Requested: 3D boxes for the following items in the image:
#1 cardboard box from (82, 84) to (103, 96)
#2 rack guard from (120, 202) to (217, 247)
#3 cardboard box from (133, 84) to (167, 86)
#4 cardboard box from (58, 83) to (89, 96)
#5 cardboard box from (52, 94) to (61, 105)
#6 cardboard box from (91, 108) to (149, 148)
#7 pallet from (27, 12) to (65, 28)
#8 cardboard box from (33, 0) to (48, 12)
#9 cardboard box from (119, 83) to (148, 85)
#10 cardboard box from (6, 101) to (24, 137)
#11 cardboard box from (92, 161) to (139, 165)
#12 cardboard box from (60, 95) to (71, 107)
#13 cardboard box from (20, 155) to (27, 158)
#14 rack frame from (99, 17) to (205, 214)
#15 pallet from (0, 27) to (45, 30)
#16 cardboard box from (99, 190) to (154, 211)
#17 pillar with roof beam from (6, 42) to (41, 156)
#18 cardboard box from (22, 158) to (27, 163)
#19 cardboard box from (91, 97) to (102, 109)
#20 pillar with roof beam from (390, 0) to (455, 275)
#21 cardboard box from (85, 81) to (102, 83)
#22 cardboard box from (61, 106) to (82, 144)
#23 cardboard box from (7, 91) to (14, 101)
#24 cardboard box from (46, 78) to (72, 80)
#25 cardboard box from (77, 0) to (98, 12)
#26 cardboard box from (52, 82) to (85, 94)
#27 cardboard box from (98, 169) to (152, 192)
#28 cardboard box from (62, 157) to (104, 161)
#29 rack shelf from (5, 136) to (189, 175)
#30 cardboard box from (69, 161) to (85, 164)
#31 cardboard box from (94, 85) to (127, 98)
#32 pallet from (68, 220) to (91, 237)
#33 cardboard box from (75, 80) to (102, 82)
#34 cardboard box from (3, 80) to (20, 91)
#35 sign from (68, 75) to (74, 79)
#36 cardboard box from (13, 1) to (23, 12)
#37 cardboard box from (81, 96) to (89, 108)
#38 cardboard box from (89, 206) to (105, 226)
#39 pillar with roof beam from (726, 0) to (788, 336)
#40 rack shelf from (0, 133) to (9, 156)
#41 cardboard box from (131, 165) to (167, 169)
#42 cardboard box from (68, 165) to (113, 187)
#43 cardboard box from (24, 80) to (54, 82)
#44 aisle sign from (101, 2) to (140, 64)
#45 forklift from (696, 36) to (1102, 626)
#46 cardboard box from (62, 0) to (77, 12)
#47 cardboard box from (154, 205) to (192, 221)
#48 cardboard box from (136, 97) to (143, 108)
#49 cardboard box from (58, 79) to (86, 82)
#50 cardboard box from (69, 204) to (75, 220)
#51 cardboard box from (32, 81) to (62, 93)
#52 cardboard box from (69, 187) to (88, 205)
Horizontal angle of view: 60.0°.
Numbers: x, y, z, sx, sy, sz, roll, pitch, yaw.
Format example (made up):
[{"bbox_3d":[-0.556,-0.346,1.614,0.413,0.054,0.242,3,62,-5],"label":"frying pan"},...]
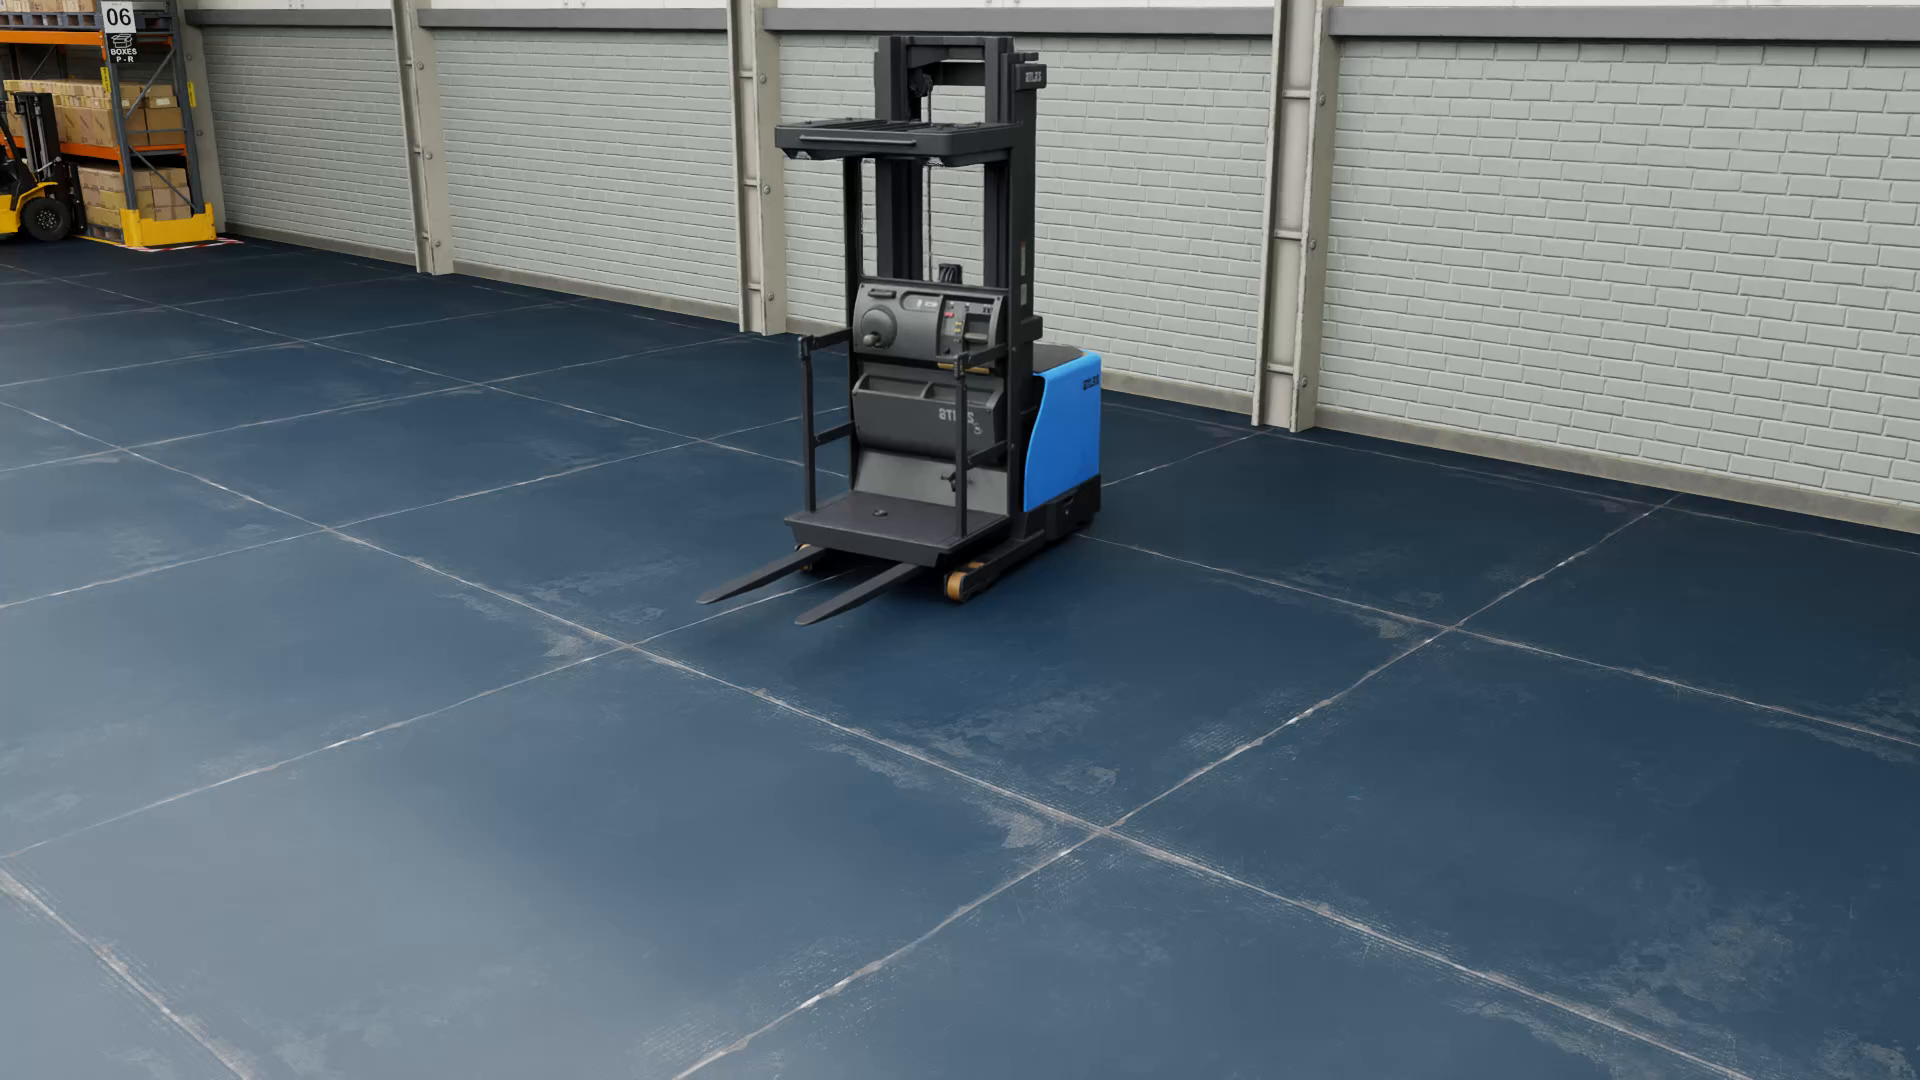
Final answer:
[{"bbox_3d":[-11.988,-6.273,23.189,0.250,0.149,0.380,15,23,40],"label":"cardboard box"},{"bbox_3d":[-11.006,-4.398,23.143,0.348,0.500,1.175,15,23,39],"label":"rack guard"},{"bbox_3d":[-11.291,-6.276,23.199,0.250,0.149,0.380,16,24,41],"label":"cardboard box"},{"bbox_3d":[-12.453,-6.351,23.434,0.250,0.149,0.380,16,23,40],"label":"cardboard box"},{"bbox_3d":[-12.809,-6.316,23.816,0.250,0.149,0.380,14,23,38],"label":"cardboard box"},{"bbox_3d":[-11.567,-5.681,22.889,0.500,0.500,0.500,14,23,38],"label":"cardboard box"},{"bbox_3d":[-12.453,-7.374,23.577,1.213,0.211,1.003,15,23,39],"label":"pallet"},{"bbox_3d":[-12.629,-7.709,23.455,0.637,0.503,0.797,16,24,41],"label":"cardboard box"},{"bbox_3d":[-11.689,-6.372,23.500,0.250,0.149,0.380,15,23,40],"label":"cardboard box"},{"bbox_3d":[-13.858,-6.297,24.829,0.500,0.500,0.500,14,22,38],"label":"cardboard box"},{"bbox_3d":[-12.380,-5.406,24.387,0.500,0.250,0.500,14,23,38],"label":"cardboard box"},{"bbox_3d":[-12.445,-6.209,23.480,0.250,0.149,0.380,15,23,40],"label":"cardboard box"},{"bbox_3d":[-15.553,-5.876,26.899,0.625,0.625,0.875,14,22,37],"label":"cardboard box"},{"bbox_3d":[-11.024,-5.594,22.780,0.127,3.000,1.000,15,23,39],"label":"rack frame"},{"bbox_3d":[-14.685,-7.910,25.435,1.217,0.209,0.805,14,22,37],"label":"pallet"},{"bbox_3d":[-11.596,-4.749,23.142,0.500,0.250,0.500,15,23,39],"label":"cardboard box"},{"bbox_3d":[-18.292,-9.028,23.682,0.400,9.000,9.100,15,23,39],"label":"pillar with roof beam"},{"bbox_3d":[-13.863,-5.595,24.982,0.500,0.250,0.500,15,23,38],"label":"cardboard box"},{"bbox_3d":[-11.681,-6.002,22.827,0.250,0.149,0.380,16,23,40],"label":"cardboard box"},{"bbox_3d":[-9.317,-6.619,16.090,0.400,9.000,9.100,15,23,39],"label":"pillar with roof beam"},{"bbox_3d":[-12.472,-6.578,24.150,0.250,0.149,0.380,16,24,41],"label":"cardboard box"},{"bbox_3d":[-12.332,-5.890,23.548,0.500,0.500,0.500,14,23,38],"label":"cardboard box"},{"bbox_3d":[-13.952,-6.631,24.808,0.250,0.149,0.380,15,23,38],"label":"cardboard box"},{"bbox_3d":[-13.577,-6.900,25.166,0.250,0.149,0.380,15,23,39],"label":"cardboard box"},{"bbox_3d":[-11.517,-7.353,22.339,0.500,0.500,0.500,16,24,41],"label":"cardboard box"},{"bbox_3d":[-12.760,-6.478,23.836,0.250,0.149,0.380,15,23,39],"label":"cardboard box"},{"bbox_3d":[-11.576,-4.982,23.050,0.500,0.250,0.500,16,24,41],"label":"cardboard box"},{"bbox_3d":[-13.131,-5.610,25.028,0.500,0.250,0.500,15,23,38],"label":"cardboard box"},{"bbox_3d":[-12.520,-5.653,24.154,4.000,0.370,1.077,15,23,39],"label":"rack shelf"},{"bbox_3d":[-13.107,-5.393,24.345,0.500,0.250,0.500,16,24,41],"label":"cardboard box"},{"bbox_3d":[-11.637,-6.159,22.832,0.250,0.149,0.380,15,23,39],"label":"cardboard box"},{"bbox_3d":[-12.533,-4.654,24.428,1.213,0.211,1.003,15,23,39],"label":"pallet"},{"bbox_3d":[-12.800,-6.698,24.527,0.250,0.149,0.380,15,23,38],"label":"cardboard box"},{"bbox_3d":[-13.975,-6.765,24.739,0.250,0.149,0.380,16,23,40],"label":"cardboard box"},{"bbox_3d":[-13.649,-6.974,25.564,0.005,0.325,0.100,15,23,39],"label":"sign"},{"bbox_3d":[-13.307,-7.642,23.829,0.250,0.149,0.380,16,24,41],"label":"cardboard box"},{"bbox_3d":[-12.012,-6.120,23.199,0.250,0.149,0.380,15,23,39],"label":"cardboard box"},{"bbox_3d":[-11.951,-4.609,23.526,0.500,0.250,0.500,15,23,39],"label":"cardboard box"},{"bbox_3d":[-4.829,-5.414,12.294,0.400,9.000,9.100,15,23,39],"label":"pillar with roof beam"},{"bbox_3d":[-15.512,-6.456,26.685,4.000,0.370,1.077,15,23,39],"label":"rack shelf"},{"bbox_3d":[-11.634,-5.199,23.734,0.500,0.250,0.500,15,23,39],"label":"cardboard box"},{"bbox_3d":[-12.346,-5.182,23.681,0.500,0.250,0.500,15,23,40],"label":"cardboard box"},{"bbox_3d":[-13.523,-6.684,24.483,0.250,0.149,0.380,14,23,38],"label":"cardboard box"},{"bbox_3d":[-11.170,-6.754,22.136,0.004,0.787,0.394,15,23,39],"label":"aisle sign"},{"bbox_3d":[-0.290,-1.219,9.107,1.130,2.935,3.031,10,20,28],"label":"forklift"},{"bbox_3d":[-12.035,-7.356,22.736,0.258,0.266,0.396,15,23,39],"label":"cardboard box"},{"bbox_3d":[-11.262,-4.627,23.582,0.500,0.250,0.500,15,23,39],"label":"cardboard box"},{"bbox_3d":[-11.333,-6.113,23.177,0.250,0.149,0.380,15,23,39],"label":"cardboard box"},{"bbox_3d":[-13.210,-6.790,24.819,0.250,0.149,0.380,15,23,39],"label":"cardboard box"},{"bbox_3d":[-12.723,-4.810,24.161,0.500,0.250,0.500,16,24,41],"label":"cardboard box"},{"bbox_3d":[-13.186,-6.563,24.102,0.250,0.149,0.380,15,23,38],"label":"cardboard box"},{"bbox_3d":[-12.364,-4.951,23.778,0.500,0.250,0.500,14,23,38],"label":"cardboard box"}]
